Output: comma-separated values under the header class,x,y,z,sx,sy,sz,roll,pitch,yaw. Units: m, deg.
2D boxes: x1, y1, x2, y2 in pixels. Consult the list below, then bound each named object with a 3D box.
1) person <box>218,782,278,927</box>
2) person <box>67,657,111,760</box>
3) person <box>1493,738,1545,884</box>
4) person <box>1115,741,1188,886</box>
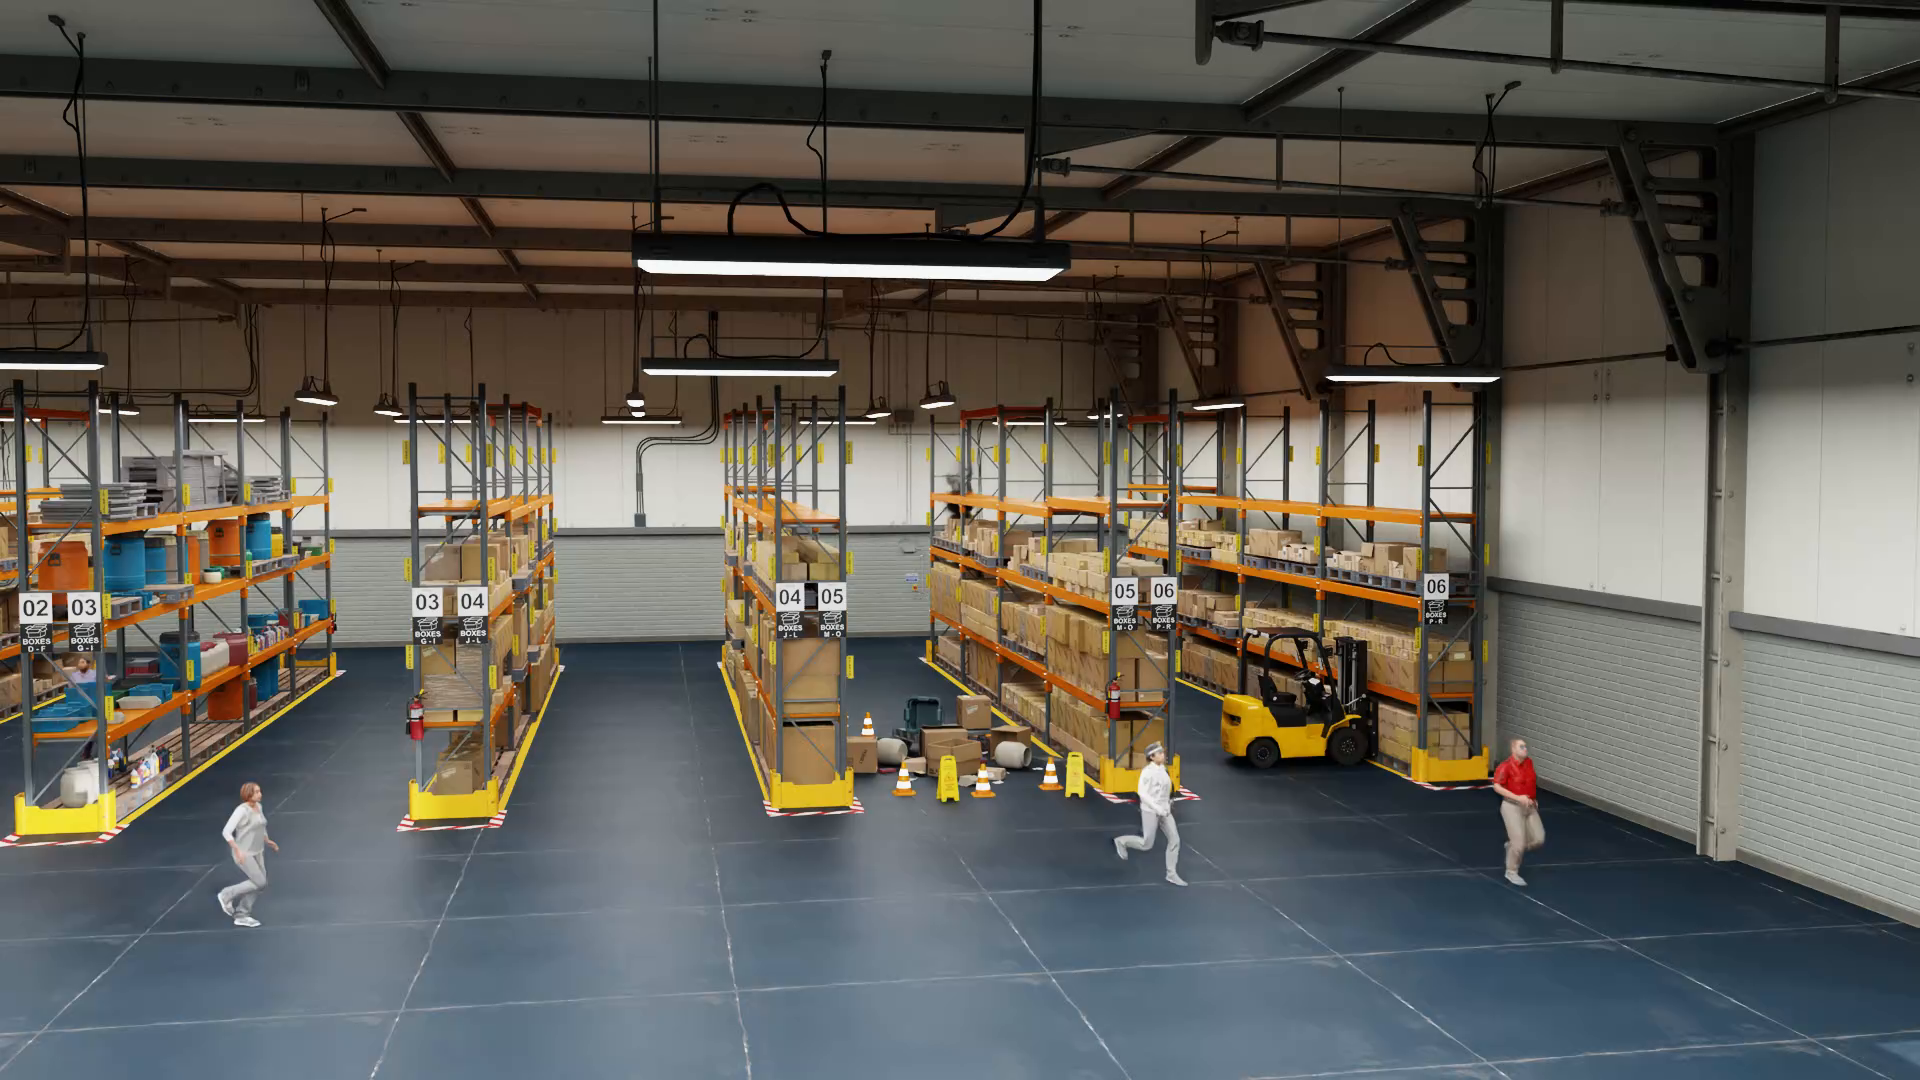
class,x,y,z,sx,sy,sz,roll,pitch,yaw
person,-7.568,3.340,17.672,0.576,1.554,0.525,0,3,9
person,-14.572,2.781,27.815,0.614,1.666,0.930,0,3,-5
person,6.573,3.173,19.492,0.705,1.693,0.585,-2,3,-28
person,2.270,3.199,19.606,0.944,1.686,0.602,2,4,40
